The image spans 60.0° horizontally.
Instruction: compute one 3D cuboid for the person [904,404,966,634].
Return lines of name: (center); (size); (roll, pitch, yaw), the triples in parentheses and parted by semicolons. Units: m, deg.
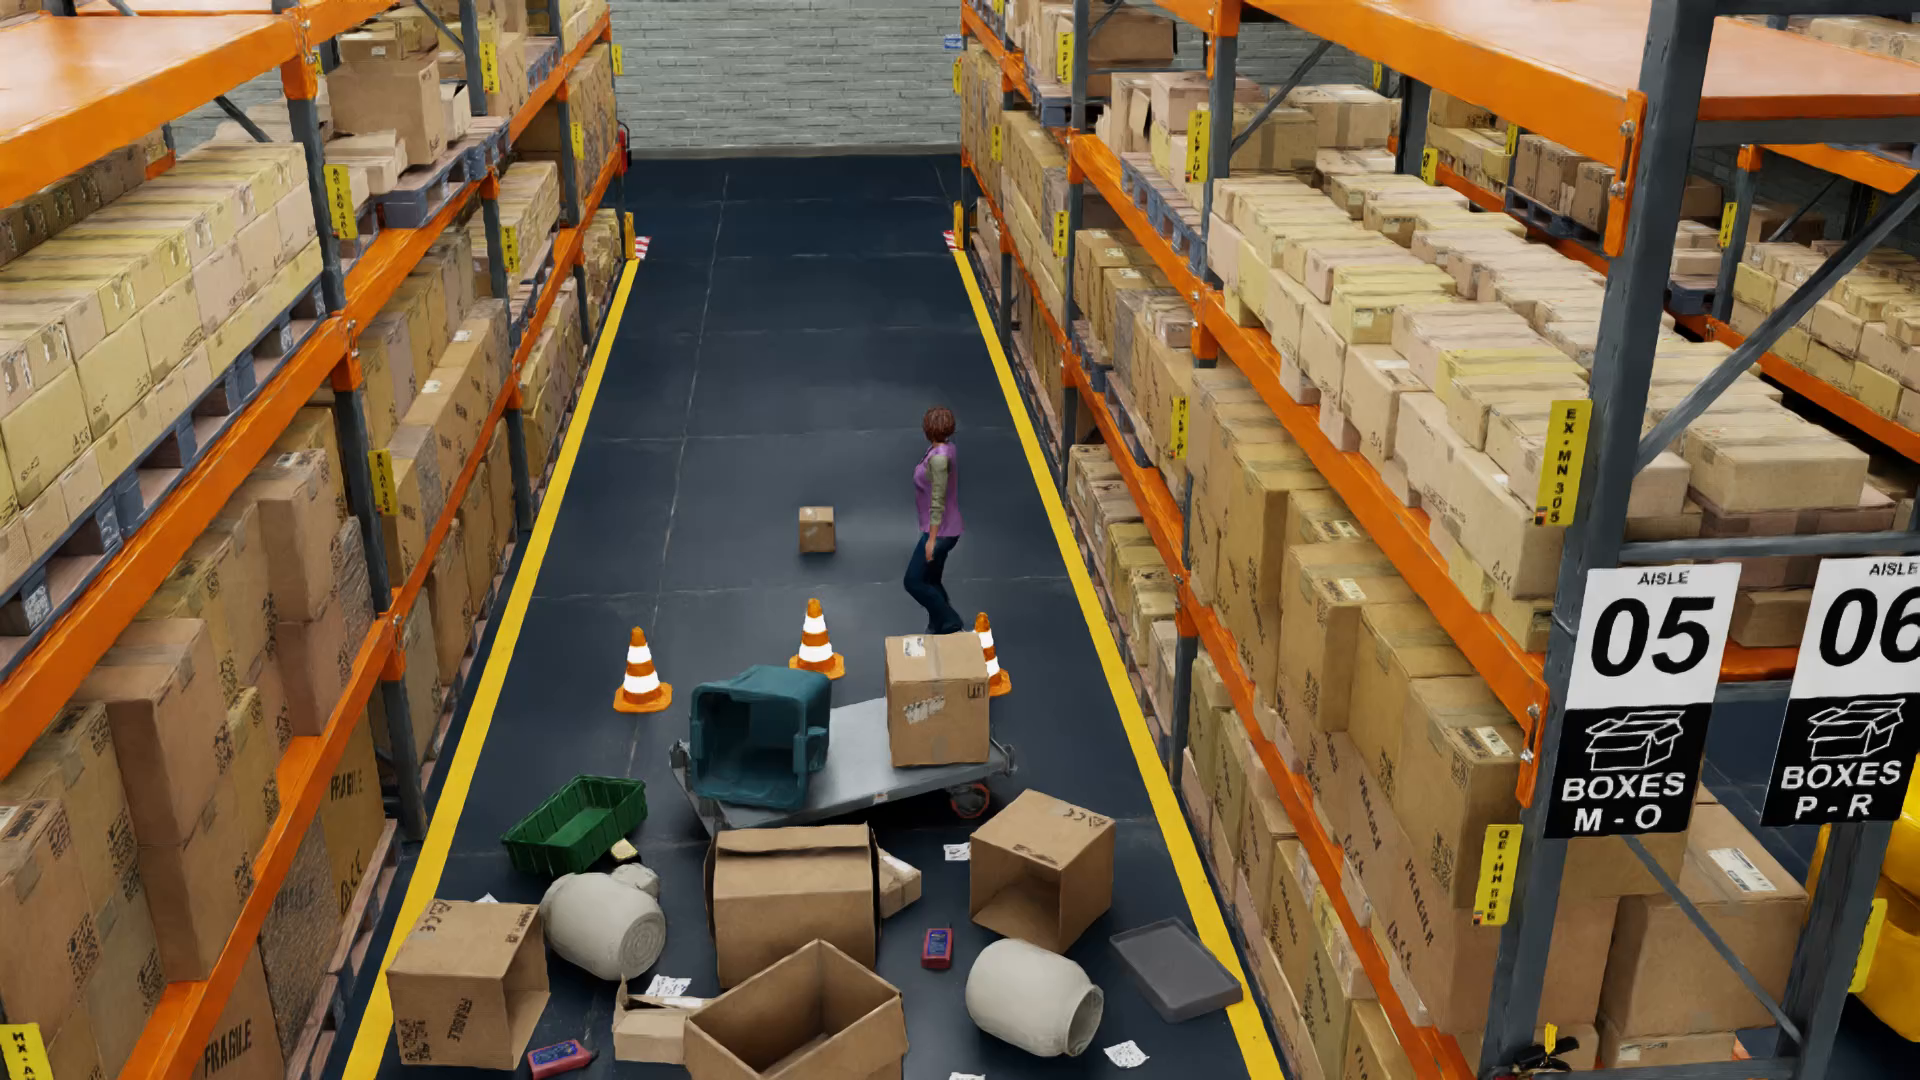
person: (-0.155, -0.030, 10.194); (0.386, 1.580, 0.567); (-1, 24, -2)
